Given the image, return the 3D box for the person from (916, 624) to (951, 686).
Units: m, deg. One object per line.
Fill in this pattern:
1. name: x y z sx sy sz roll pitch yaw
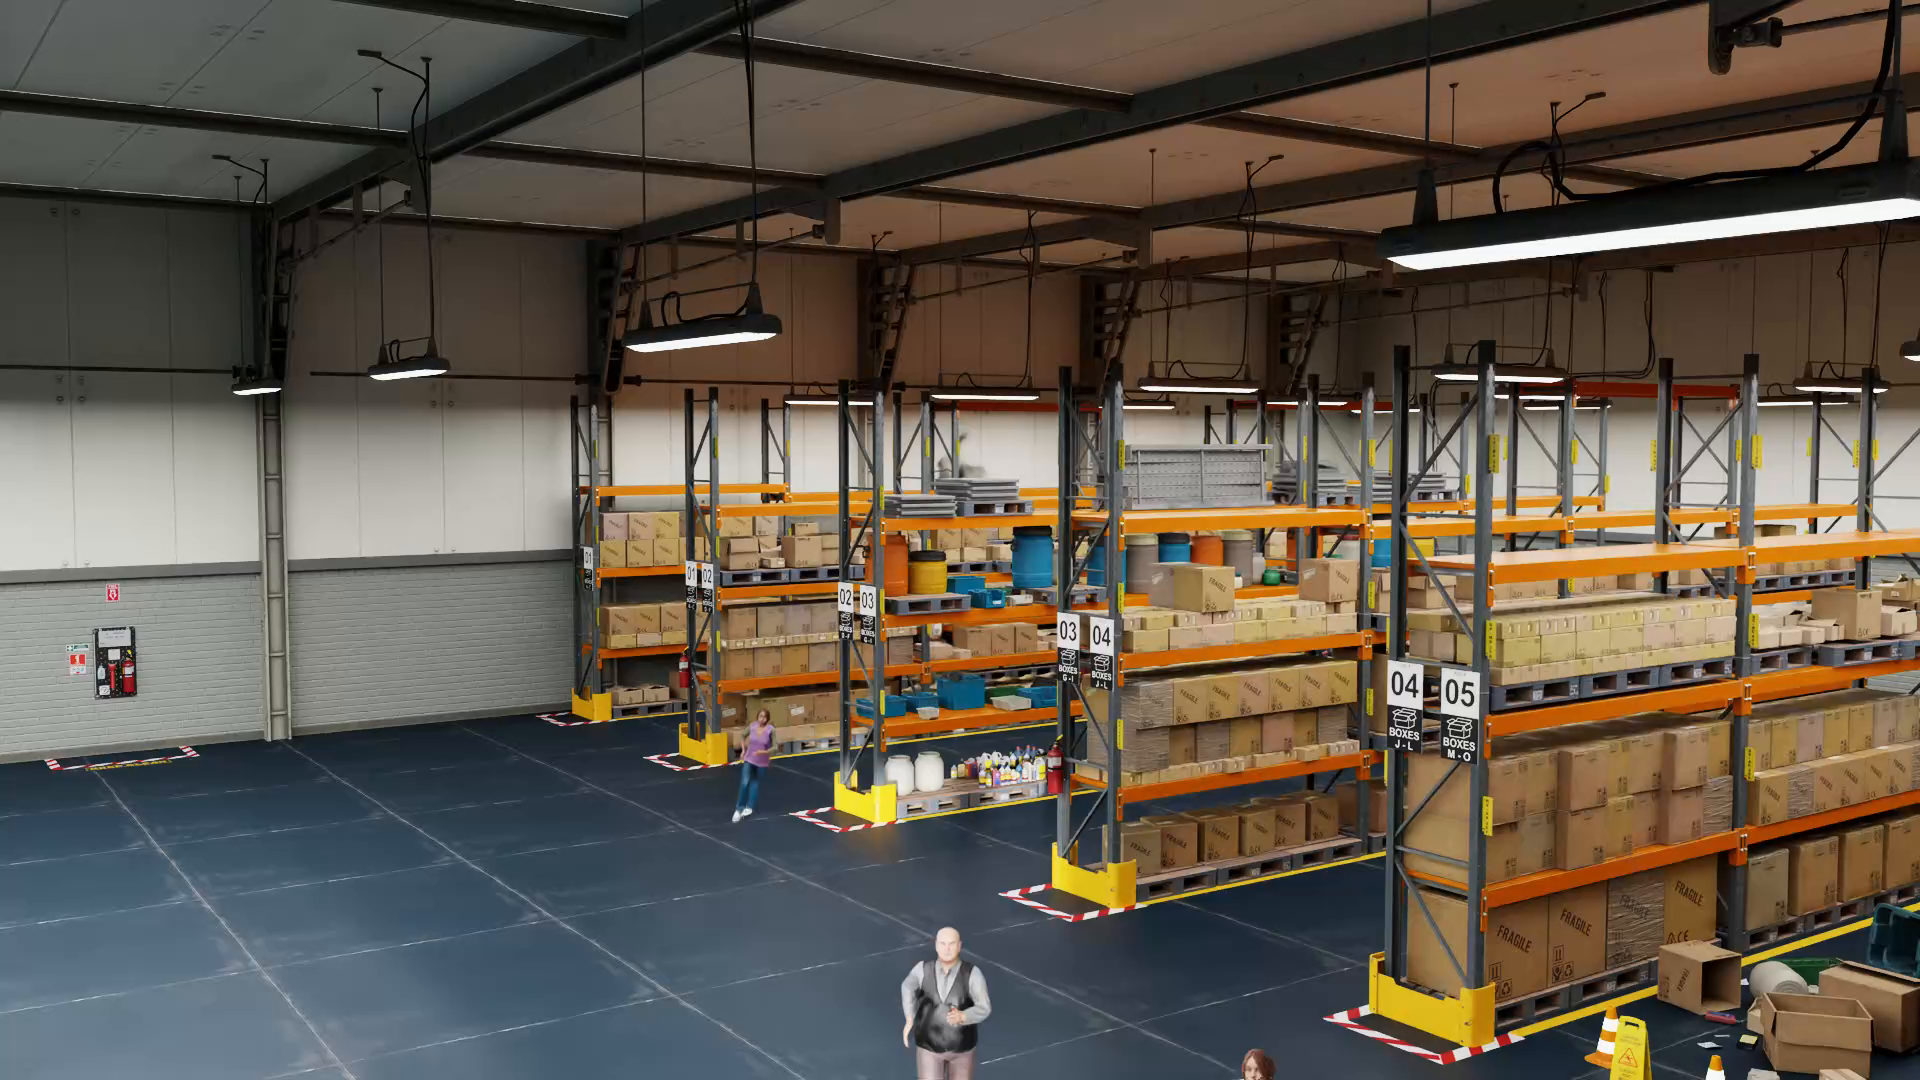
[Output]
1. person: -0.539 2.138 31.640 0.835 1.695 0.594 -2 4 -36

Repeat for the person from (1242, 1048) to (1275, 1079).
1. person: 1.791 3.800 9.957 0.540 1.569 0.630 1 4 12

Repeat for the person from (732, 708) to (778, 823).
1. person: -2.777 3.045 22.568 0.619 1.576 0.633 0 3 -1

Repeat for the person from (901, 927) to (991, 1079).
1. person: -0.099 3.603 11.668 0.630 1.787 0.771 0 3 -1
